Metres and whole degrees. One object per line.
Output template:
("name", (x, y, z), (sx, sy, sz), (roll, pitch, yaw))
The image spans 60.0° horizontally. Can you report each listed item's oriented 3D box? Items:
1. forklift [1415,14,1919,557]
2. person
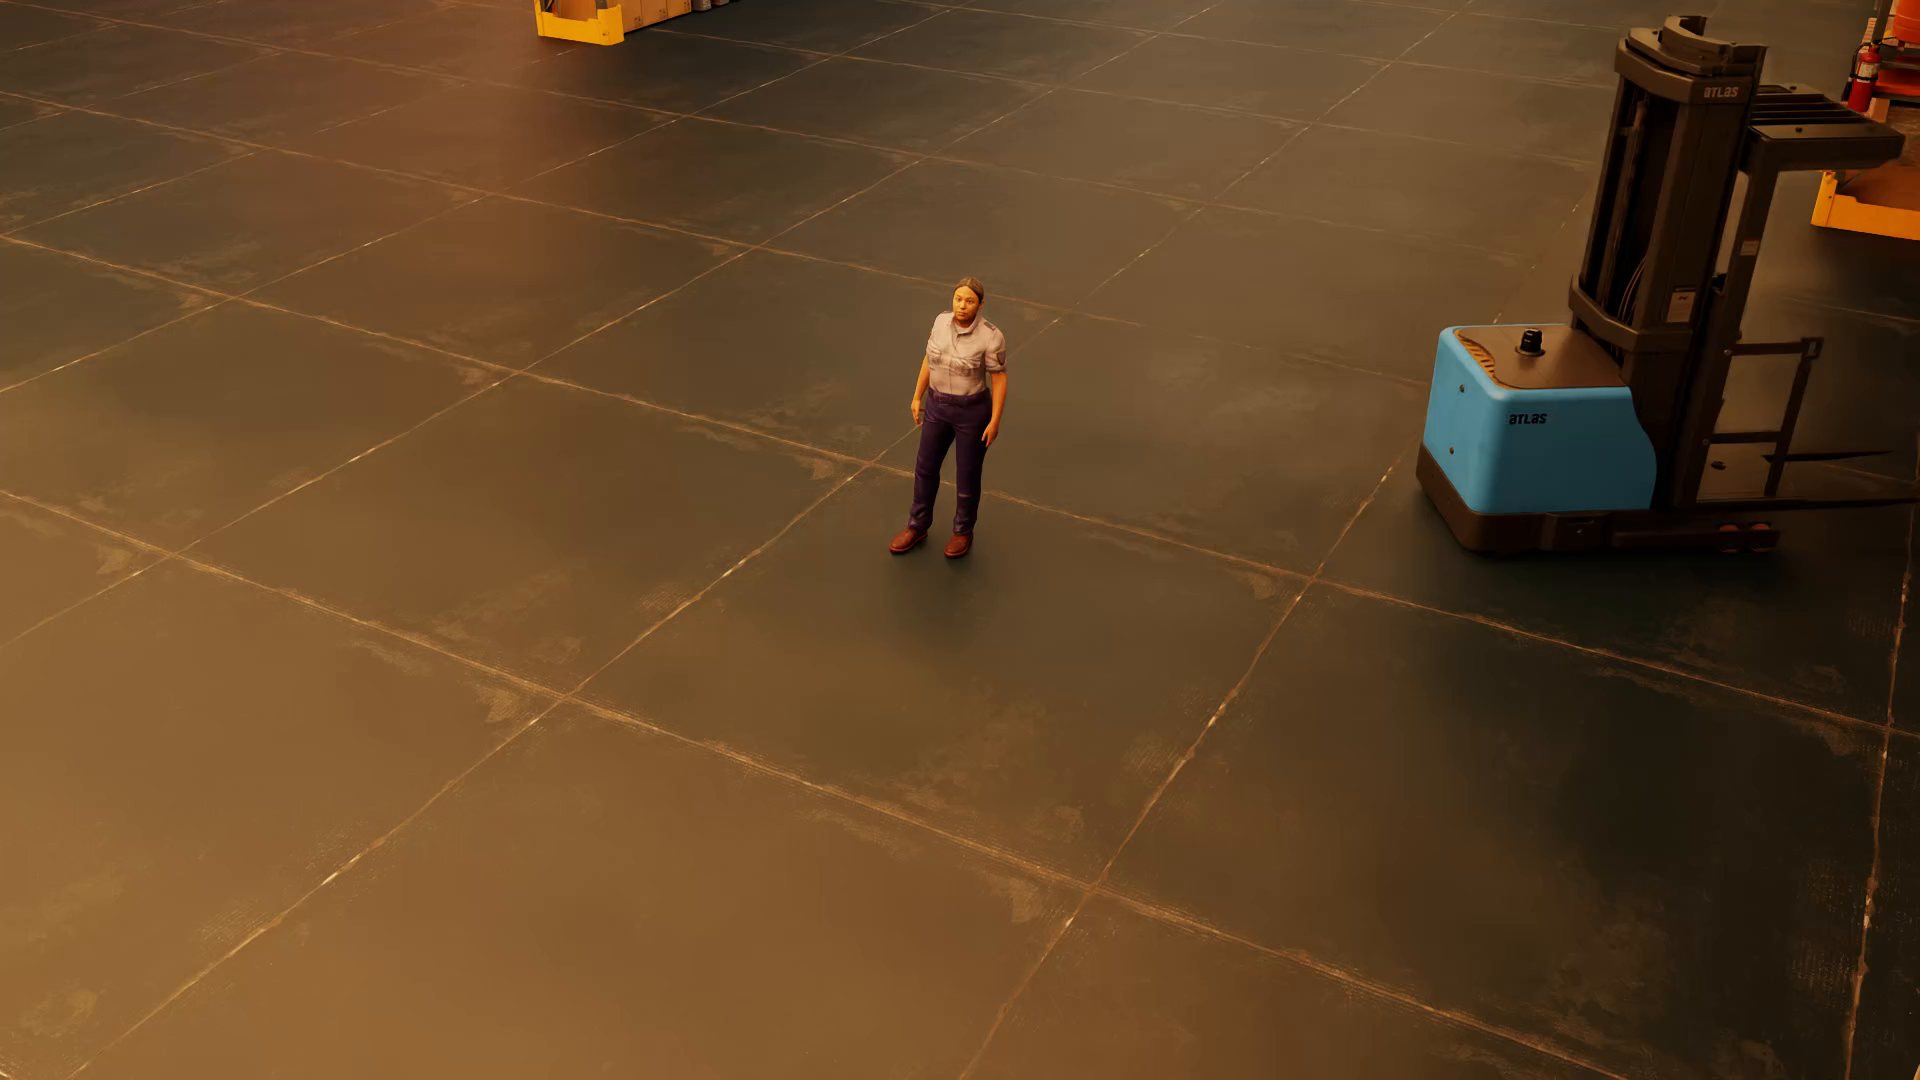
("forklift", (4.436, -1.454, 9.590), (3.031, 2.935, 1.130), (-2, 30, -4))
("person", (-0.063, -0.686, 9.529), (0.599, 1.650, 0.503), (15, 33, 25))
